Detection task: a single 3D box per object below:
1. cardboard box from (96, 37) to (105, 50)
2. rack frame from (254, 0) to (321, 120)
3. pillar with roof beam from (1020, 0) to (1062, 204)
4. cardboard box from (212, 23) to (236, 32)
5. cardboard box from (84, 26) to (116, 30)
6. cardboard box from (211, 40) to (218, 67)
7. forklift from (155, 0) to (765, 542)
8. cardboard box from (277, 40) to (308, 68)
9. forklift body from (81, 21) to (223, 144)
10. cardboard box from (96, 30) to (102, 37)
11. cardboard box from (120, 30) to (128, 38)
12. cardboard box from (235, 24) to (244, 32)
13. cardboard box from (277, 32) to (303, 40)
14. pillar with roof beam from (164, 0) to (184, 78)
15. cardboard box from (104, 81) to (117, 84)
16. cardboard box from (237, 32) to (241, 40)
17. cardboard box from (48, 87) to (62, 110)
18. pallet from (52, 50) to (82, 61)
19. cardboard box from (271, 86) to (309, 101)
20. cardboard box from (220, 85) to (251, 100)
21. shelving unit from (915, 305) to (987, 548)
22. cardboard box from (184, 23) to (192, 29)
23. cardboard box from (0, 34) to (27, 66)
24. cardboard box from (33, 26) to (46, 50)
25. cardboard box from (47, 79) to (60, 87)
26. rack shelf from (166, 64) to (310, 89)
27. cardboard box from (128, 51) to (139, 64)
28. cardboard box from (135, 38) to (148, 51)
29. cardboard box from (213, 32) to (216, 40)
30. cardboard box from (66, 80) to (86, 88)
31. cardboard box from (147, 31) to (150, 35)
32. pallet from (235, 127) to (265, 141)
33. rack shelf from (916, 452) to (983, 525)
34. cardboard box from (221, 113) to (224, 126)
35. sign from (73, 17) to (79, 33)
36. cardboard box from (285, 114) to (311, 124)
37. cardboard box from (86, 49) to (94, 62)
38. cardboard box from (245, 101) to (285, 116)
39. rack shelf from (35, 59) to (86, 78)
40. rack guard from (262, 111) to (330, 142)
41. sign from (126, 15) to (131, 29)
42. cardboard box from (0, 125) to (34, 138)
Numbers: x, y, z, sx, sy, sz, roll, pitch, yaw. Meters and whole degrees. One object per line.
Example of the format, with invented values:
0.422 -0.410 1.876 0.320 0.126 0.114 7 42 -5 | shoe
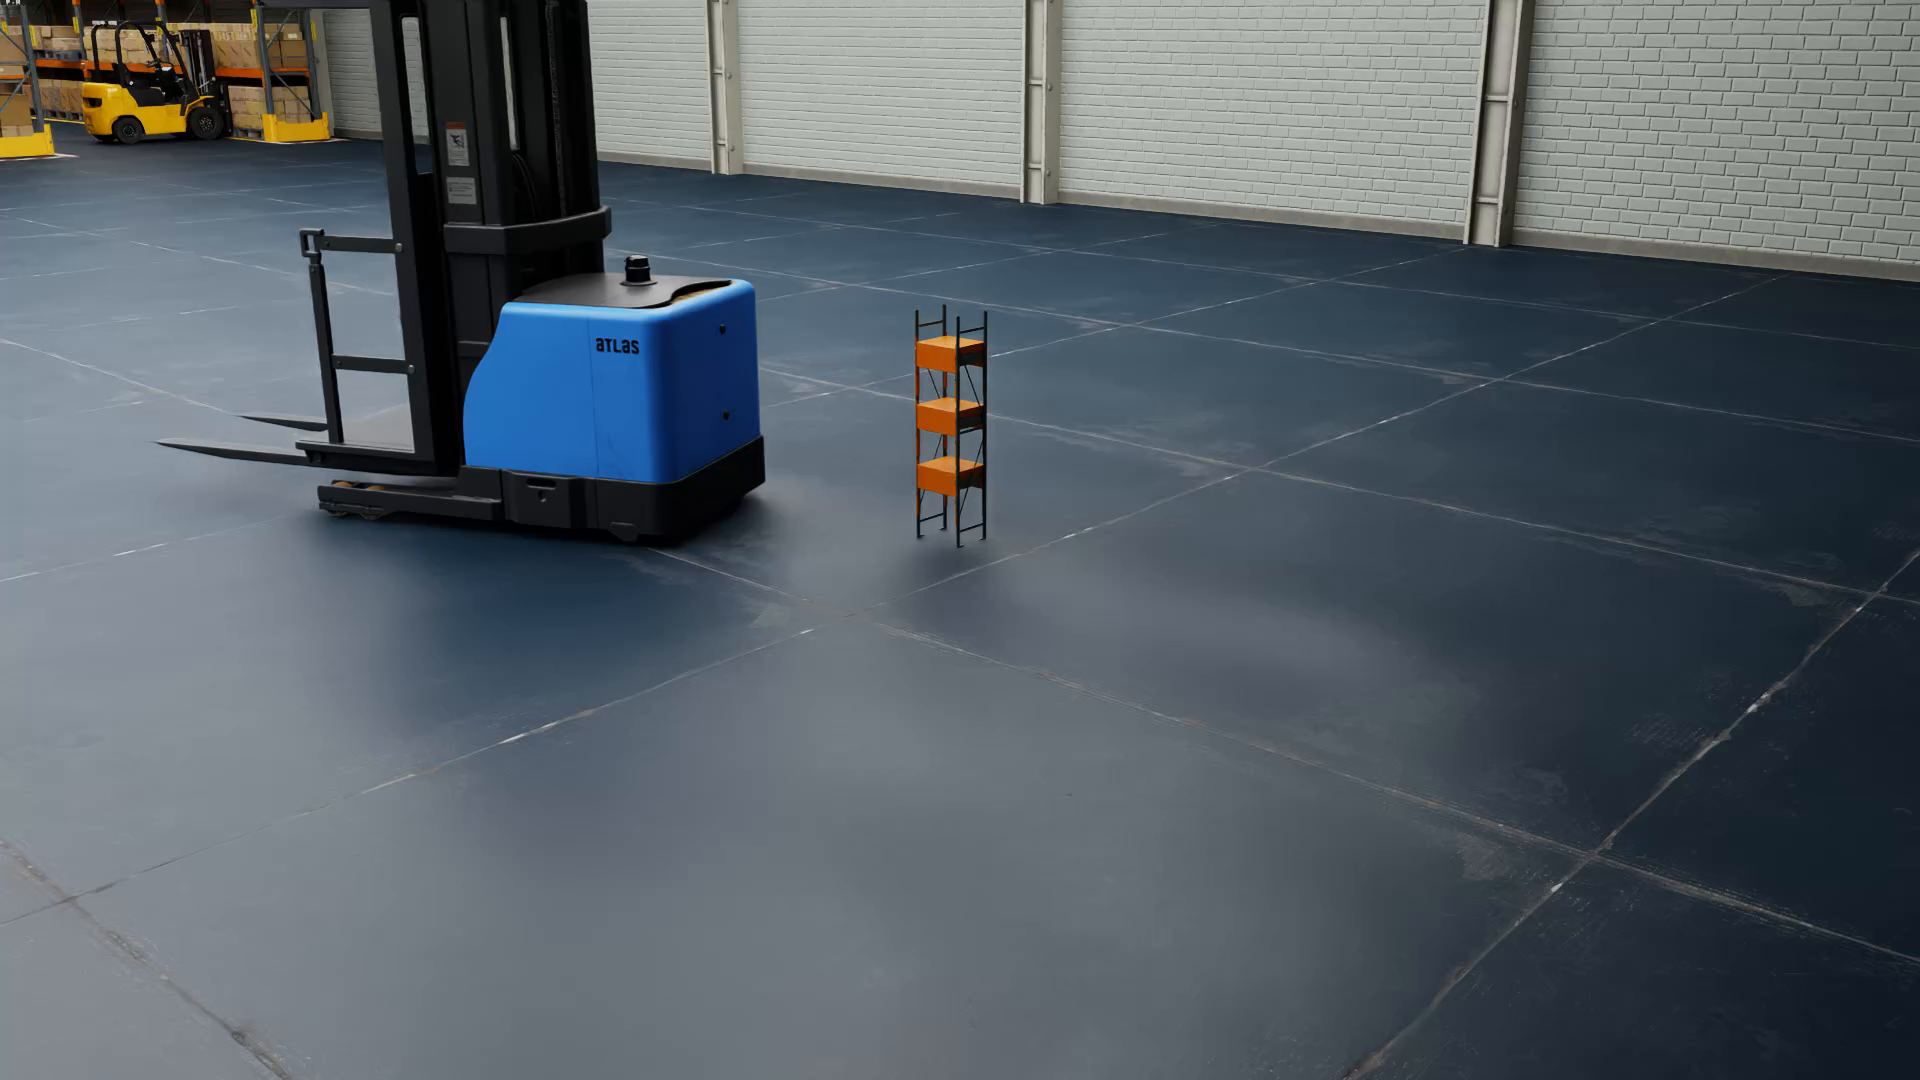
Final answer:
-17.970 -10.522 35.228 0.500 0.250 0.500 16 24 41 | cardboard box
-12.530 -8.994 30.992 0.127 3.000 1.000 15 23 39 | rack frame
-1.847 -7.609 16.710 0.400 9.000 9.100 15 23 39 | pillar with roof beam
-14.089 -9.823 31.876 0.250 0.149 0.380 15 23 40 | cardboard box
-18.795 -10.986 36.411 0.500 0.500 0.500 16 24 42 | cardboard box
-14.221 -9.388 32.070 0.500 0.500 0.500 15 23 40 | cardboard box
-2.547 -1.634 7.914 3.031 2.935 1.130 6 18 17 | forklift
-12.716 -9.204 31.488 0.500 0.500 0.500 16 24 41 | cardboard box
-15.160 -8.557 31.019 1.214 2.155 2.313 15 23 39 | forklift body
-18.061 -10.727 35.216 0.250 0.149 0.380 16 24 41 | cardboard box
-17.150 -10.458 34.367 0.250 0.149 0.380 14 23 38 | cardboard box
-13.357 -9.605 31.190 0.250 0.149 0.380 16 23 40 | cardboard box
-12.612 -9.477 31.278 0.250 0.149 0.380 14 23 38 | cardboard box
-19.798 -12.428 31.894 0.400 9.000 9.100 15 23 39 | pillar with roof beam
-18.697 -10.093 36.822 0.250 0.149 0.380 17 24 42 | cardboard box
-13.340 -9.467 31.246 0.250 0.149 0.380 16 23 40 | cardboard box
-20.134 -9.952 37.450 0.500 0.500 0.500 14 22 37 | cardboard box
-19.067 -10.629 36.461 1.003 0.211 1.213 15 23 39 | pallet
-12.764 -8.499 31.632 0.500 0.250 0.500 15 23 38 | cardboard box
-13.852 -8.582 31.893 0.500 0.250 0.500 15 23 40 | cardboard box
-0.040 -0.511 7.487 0.252 1.050 0.215 15 23 39 | shelving unit
-14.904 -10.008 32.459 0.250 0.149 0.380 16 23 40 | cardboard box
-15.992 -8.217 27.888 0.500 0.500 0.500 15 23 38 | cardboard box
-20.318 -11.242 37.215 0.500 0.500 0.700 15 23 39 | cardboard box
-20.396 -10.341 37.602 0.250 0.149 0.380 16 24 41 | cardboard box
-14.026 -9.052 32.366 4.000 0.370 1.077 15 23 39 | rack shelf
-16.803 -9.974 34.327 0.500 0.250 0.500 15 23 40 | cardboard box
-16.449 -10.106 33.918 0.500 0.250 0.500 14 23 38 | cardboard box
-14.078 -9.679 31.914 0.250 0.149 0.380 15 23 39 | cardboard box
-19.611 -10.134 36.949 0.250 0.149 0.380 16 24 41 | cardboard box
-16.278 -10.281 33.810 0.250 0.149 0.380 15 23 39 | cardboard box
-13.130 -7.809 31.867 1.213 0.211 1.003 15 23 39 | pallet
-0.040 -0.236 7.574 0.240 0.259 0.215 15 23 39 | rack shelf
-14.229 -8.210 32.373 0.500 0.250 0.500 16 24 41 | cardboard box
-18.867 -10.989 35.497 0.005 0.325 0.100 15 23 39 | sign
-12.768 -8.026 31.794 0.500 0.250 0.500 15 23 39 | cardboard box
-18.344 -10.384 35.621 0.500 0.250 0.500 15 23 39 | cardboard box
-13.102 -8.149 31.354 0.500 0.250 0.500 15 23 39 | cardboard box
-20.010 -10.659 37.427 4.000 0.370 1.077 15 23 39 | rack shelf
-12.512 -7.797 31.355 0.348 0.500 1.175 15 23 39 | rack guard
-18.148 -11.278 36.276 0.005 0.325 0.100 15 23 39 | sign
-16.242 -6.984 28.511 0.500 0.250 0.500 15 23 39 | cardboard box
